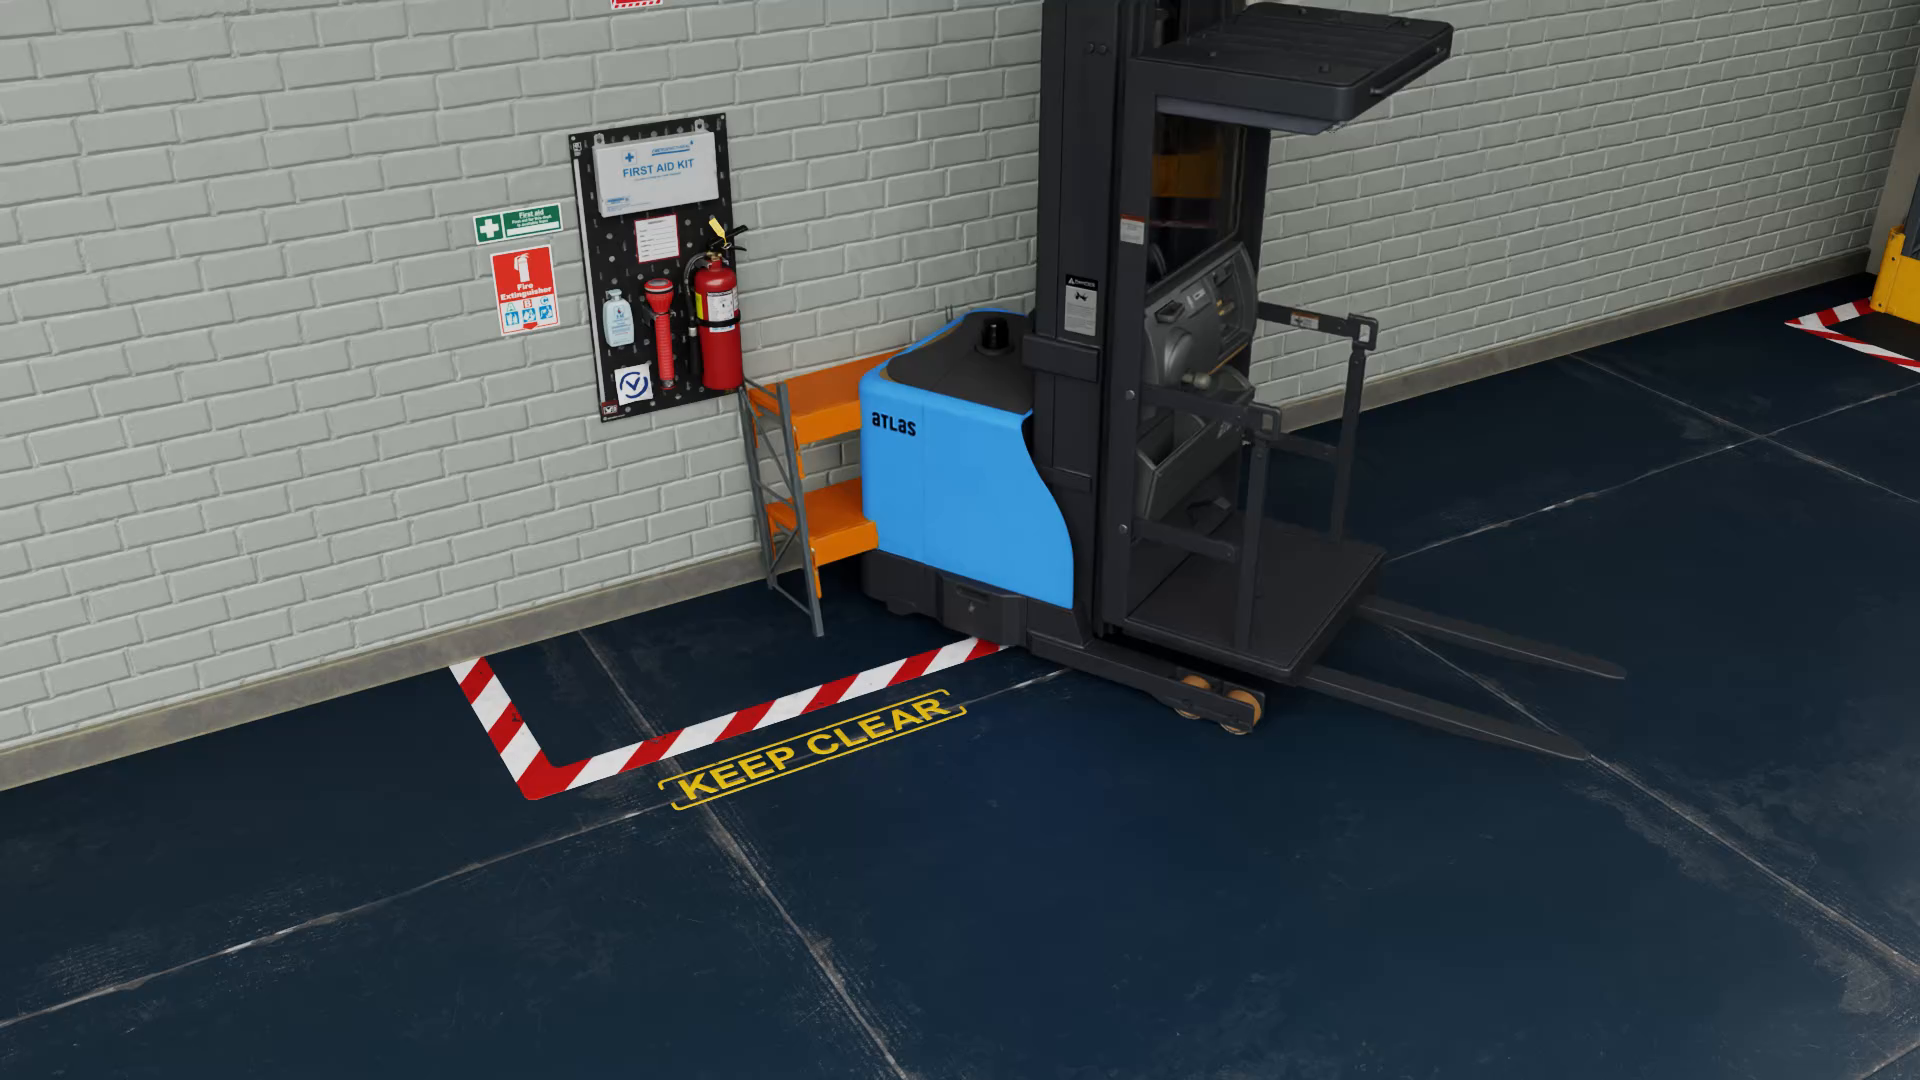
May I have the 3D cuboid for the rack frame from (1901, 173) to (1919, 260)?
[{"bbox_3d":[6.033,-2.553,9.272,0.127,3.000,1.000,-16,33,-26],"label":"rack frame"}]

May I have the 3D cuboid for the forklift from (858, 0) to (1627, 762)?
[{"bbox_3d":[1.095,-0.830,6.220,3.031,2.935,1.130,17,33,27],"label":"forklift"}]

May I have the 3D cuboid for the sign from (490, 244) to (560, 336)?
[{"bbox_3d":[-1.653,-0.950,6.331,0.234,0.329,0.001,-16,33,-26],"label":"sign"}]

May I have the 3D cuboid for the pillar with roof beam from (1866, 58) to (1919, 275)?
[{"bbox_3d":[8.380,-3.918,5.536,0.400,9.000,9.100,-16,33,-26],"label":"pillar with roof beam"}]

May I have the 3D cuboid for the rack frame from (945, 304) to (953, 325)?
[{"bbox_3d":[0.109,-0.466,7.417,0.032,1.125,0.500,-18,27,-25],"label":"rack frame"}]

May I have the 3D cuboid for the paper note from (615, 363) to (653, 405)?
[{"bbox_3d":[-1.312,-0.627,6.693,0.142,0.148,0.016,-16,33,-26],"label":"paper note"}]

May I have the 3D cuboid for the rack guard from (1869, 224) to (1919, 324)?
[{"bbox_3d":[6.099,-1.477,9.910,0.348,0.500,1.175,-16,33,-26],"label":"rack guard"}]

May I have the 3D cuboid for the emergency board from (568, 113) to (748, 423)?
[{"bbox_3d":[-1.124,-1.027,6.507,0.643,1.169,0.194,-16,33,-26],"label":"emergency board"}]

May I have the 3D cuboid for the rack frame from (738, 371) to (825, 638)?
[{"bbox_3d":[-0.766,-0.179,6.985,0.032,1.125,0.500,-18,27,-25],"label":"rack frame"}]

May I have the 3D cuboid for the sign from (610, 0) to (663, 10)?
[{"bbox_3d":[-1.182,-2.082,6.018,0.199,0.298,0.001,-16,33,-26],"label":"sign"}]

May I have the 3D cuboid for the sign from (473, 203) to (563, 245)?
[{"bbox_3d":[-1.645,-1.180,6.198,0.331,0.109,0.001,-16,33,-26],"label":"sign"}]

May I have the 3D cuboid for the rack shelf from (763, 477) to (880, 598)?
[{"bbox_3d":[-0.304,-0.101,7.300,1.000,0.278,0.538,-18,27,-25],"label":"rack shelf"}]

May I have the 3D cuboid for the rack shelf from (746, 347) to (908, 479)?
[{"bbox_3d":[-0.357,-0.589,7.083,1.000,0.278,0.538,-18,27,-25],"label":"rack shelf"}]

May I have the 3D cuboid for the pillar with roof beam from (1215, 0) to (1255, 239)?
[{"bbox_3d":[3.207,-2.449,2.875,0.400,9.000,9.100,-16,33,-26],"label":"pillar with roof beam"}]

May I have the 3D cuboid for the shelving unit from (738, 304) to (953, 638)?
[{"bbox_3d":[-0.328,-0.323,7.201,1.048,1.125,0.538,-18,27,-25],"label":"shelving unit"}]
